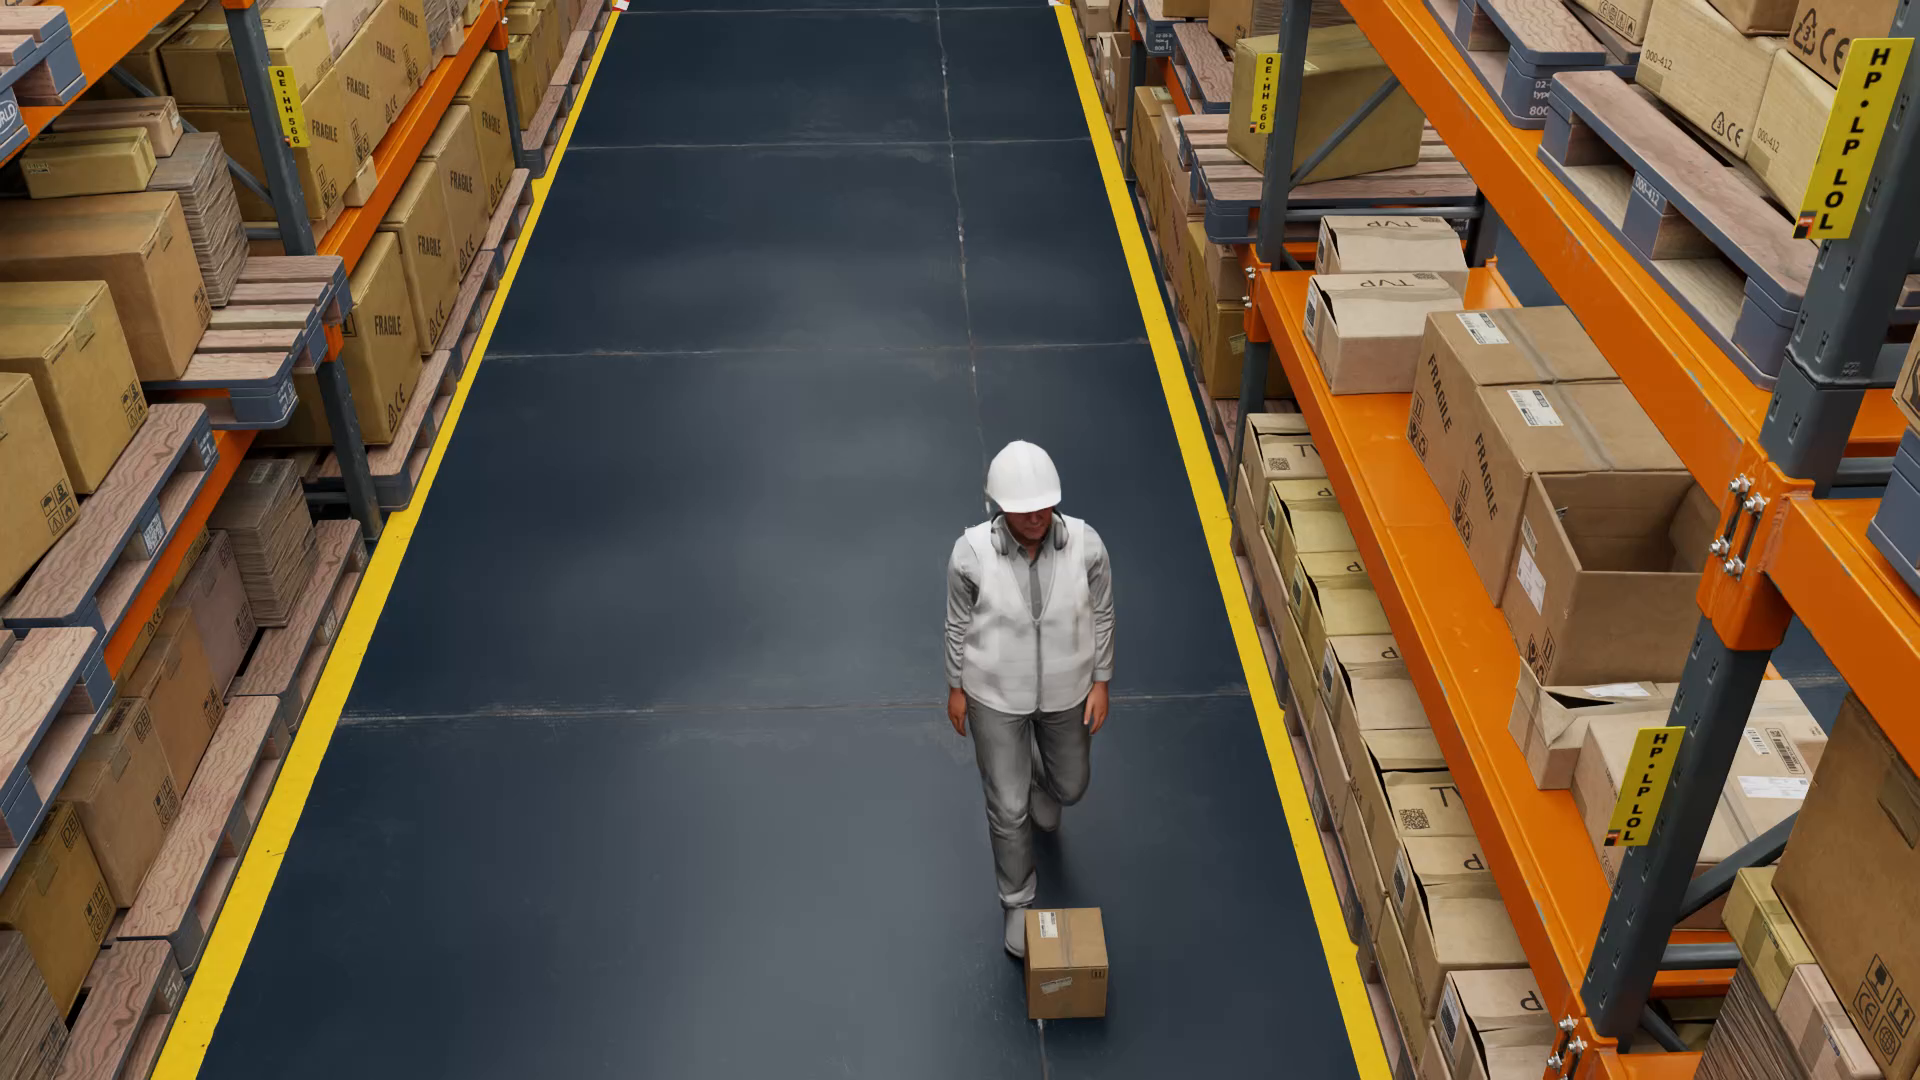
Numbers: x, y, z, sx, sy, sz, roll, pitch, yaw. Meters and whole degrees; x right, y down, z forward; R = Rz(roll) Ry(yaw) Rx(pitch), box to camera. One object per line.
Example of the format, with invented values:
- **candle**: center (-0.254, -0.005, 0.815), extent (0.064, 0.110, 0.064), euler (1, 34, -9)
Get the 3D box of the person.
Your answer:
- **person**: center (0.240, 0.490, 5.424), extent (0.552, 1.751, 0.803), euler (-6, 35, -8)
